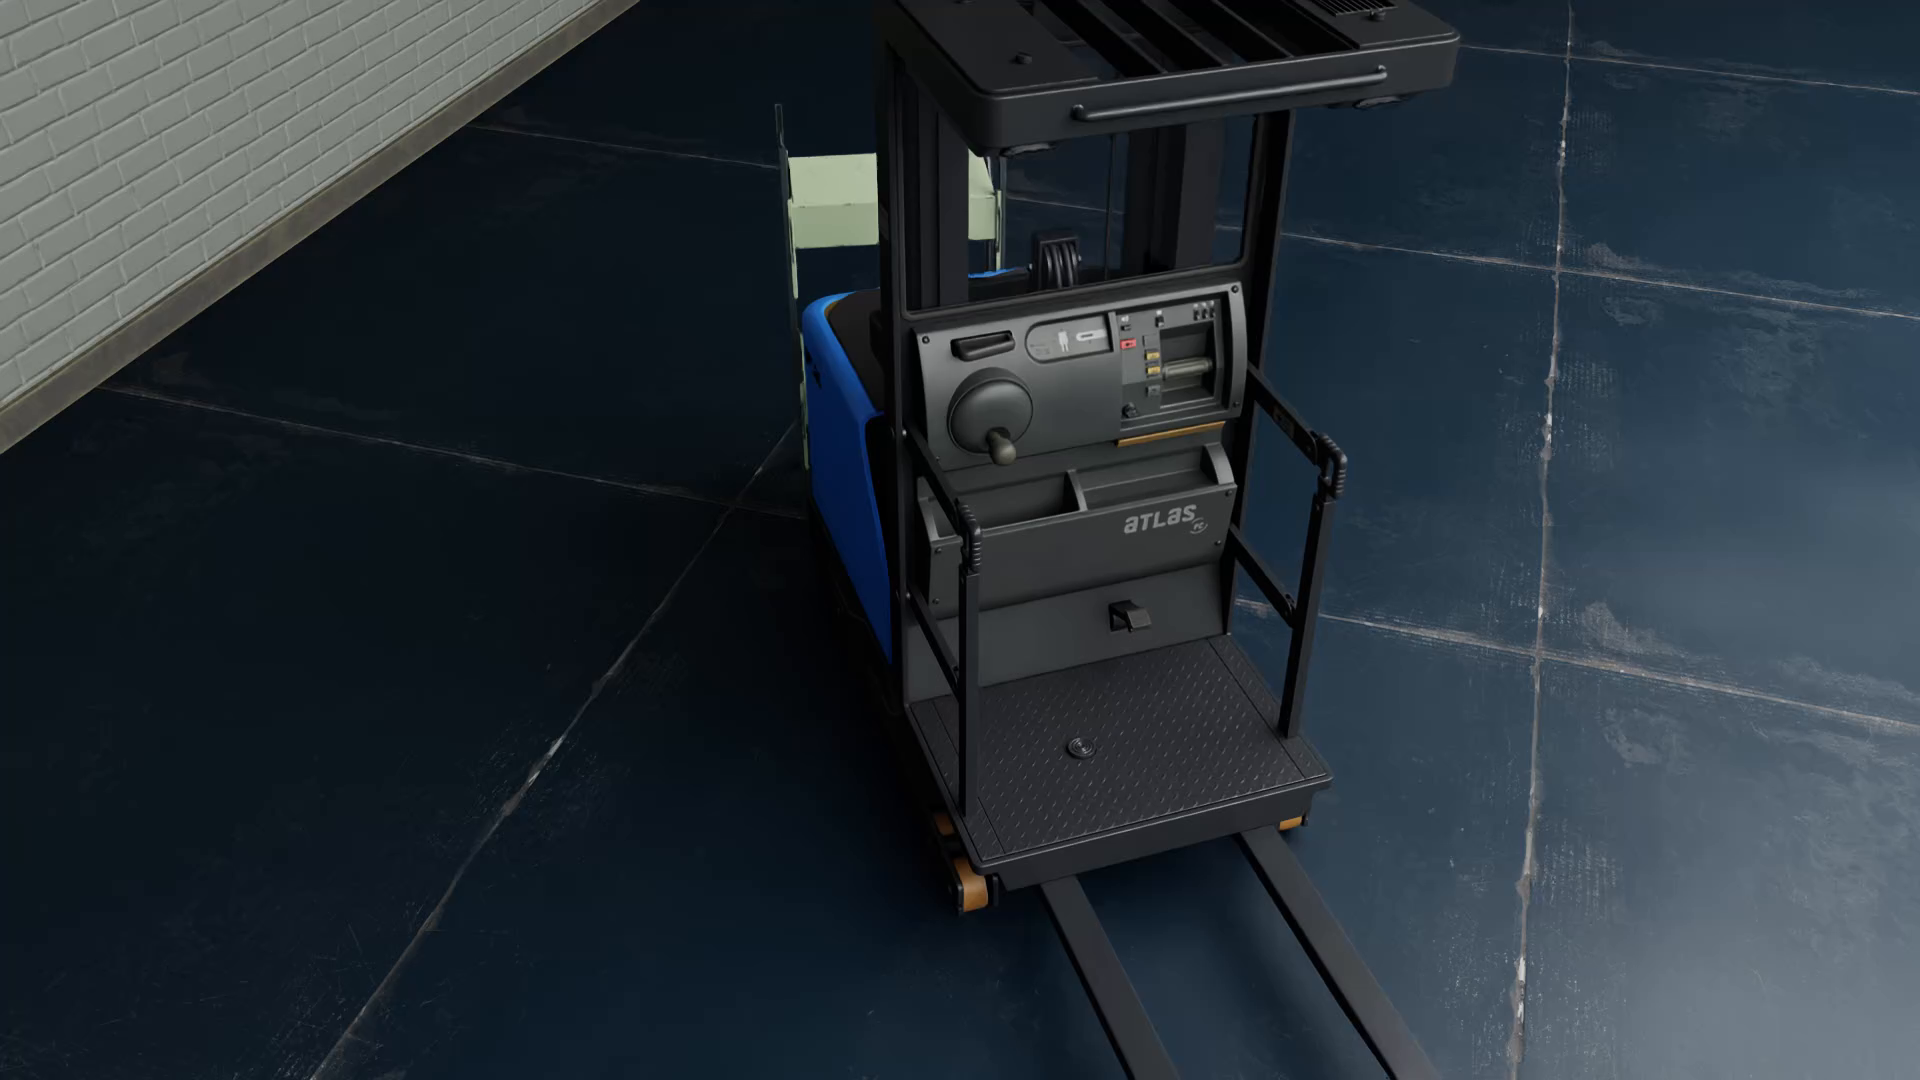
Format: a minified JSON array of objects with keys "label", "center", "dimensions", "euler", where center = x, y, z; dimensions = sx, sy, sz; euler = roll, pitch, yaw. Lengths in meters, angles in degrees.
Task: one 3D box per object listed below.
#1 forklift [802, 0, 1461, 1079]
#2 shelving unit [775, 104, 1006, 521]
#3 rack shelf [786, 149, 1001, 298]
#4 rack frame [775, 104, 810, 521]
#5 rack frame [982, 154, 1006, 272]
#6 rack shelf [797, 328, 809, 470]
[{"label":"forklift","center":[0.407,-0.383,4.297],"dimensions":[1.130,2.935,3.031],"euler":[-11,38,-15]},{"label":"shelving unit","center":[-0.245,-0.821,6.100],"dimensions":[0.755,1.500,0.431],"euler":[-4,37,-6]},{"label":"rack shelf","center":[-0.245,-1.135,5.869],"dimensions":[0.720,0.370,0.431],"euler":[-4,37,-6]},{"label":"rack frame","center":[-0.608,-0.795,6.064],"dimensions":[0.023,1.500,0.400],"euler":[-4,37,-6]},{"label":"rack frame","center":[0.118,-0.848,6.136],"dimensions":[0.023,1.500,0.400],"euler":[-4,37,-6]},{"label":"rack shelf","center":[-0.245,-0.559,6.294],"dimensions":[0.720,0.370,0.431],"euler":[-4,37,-6]}]
